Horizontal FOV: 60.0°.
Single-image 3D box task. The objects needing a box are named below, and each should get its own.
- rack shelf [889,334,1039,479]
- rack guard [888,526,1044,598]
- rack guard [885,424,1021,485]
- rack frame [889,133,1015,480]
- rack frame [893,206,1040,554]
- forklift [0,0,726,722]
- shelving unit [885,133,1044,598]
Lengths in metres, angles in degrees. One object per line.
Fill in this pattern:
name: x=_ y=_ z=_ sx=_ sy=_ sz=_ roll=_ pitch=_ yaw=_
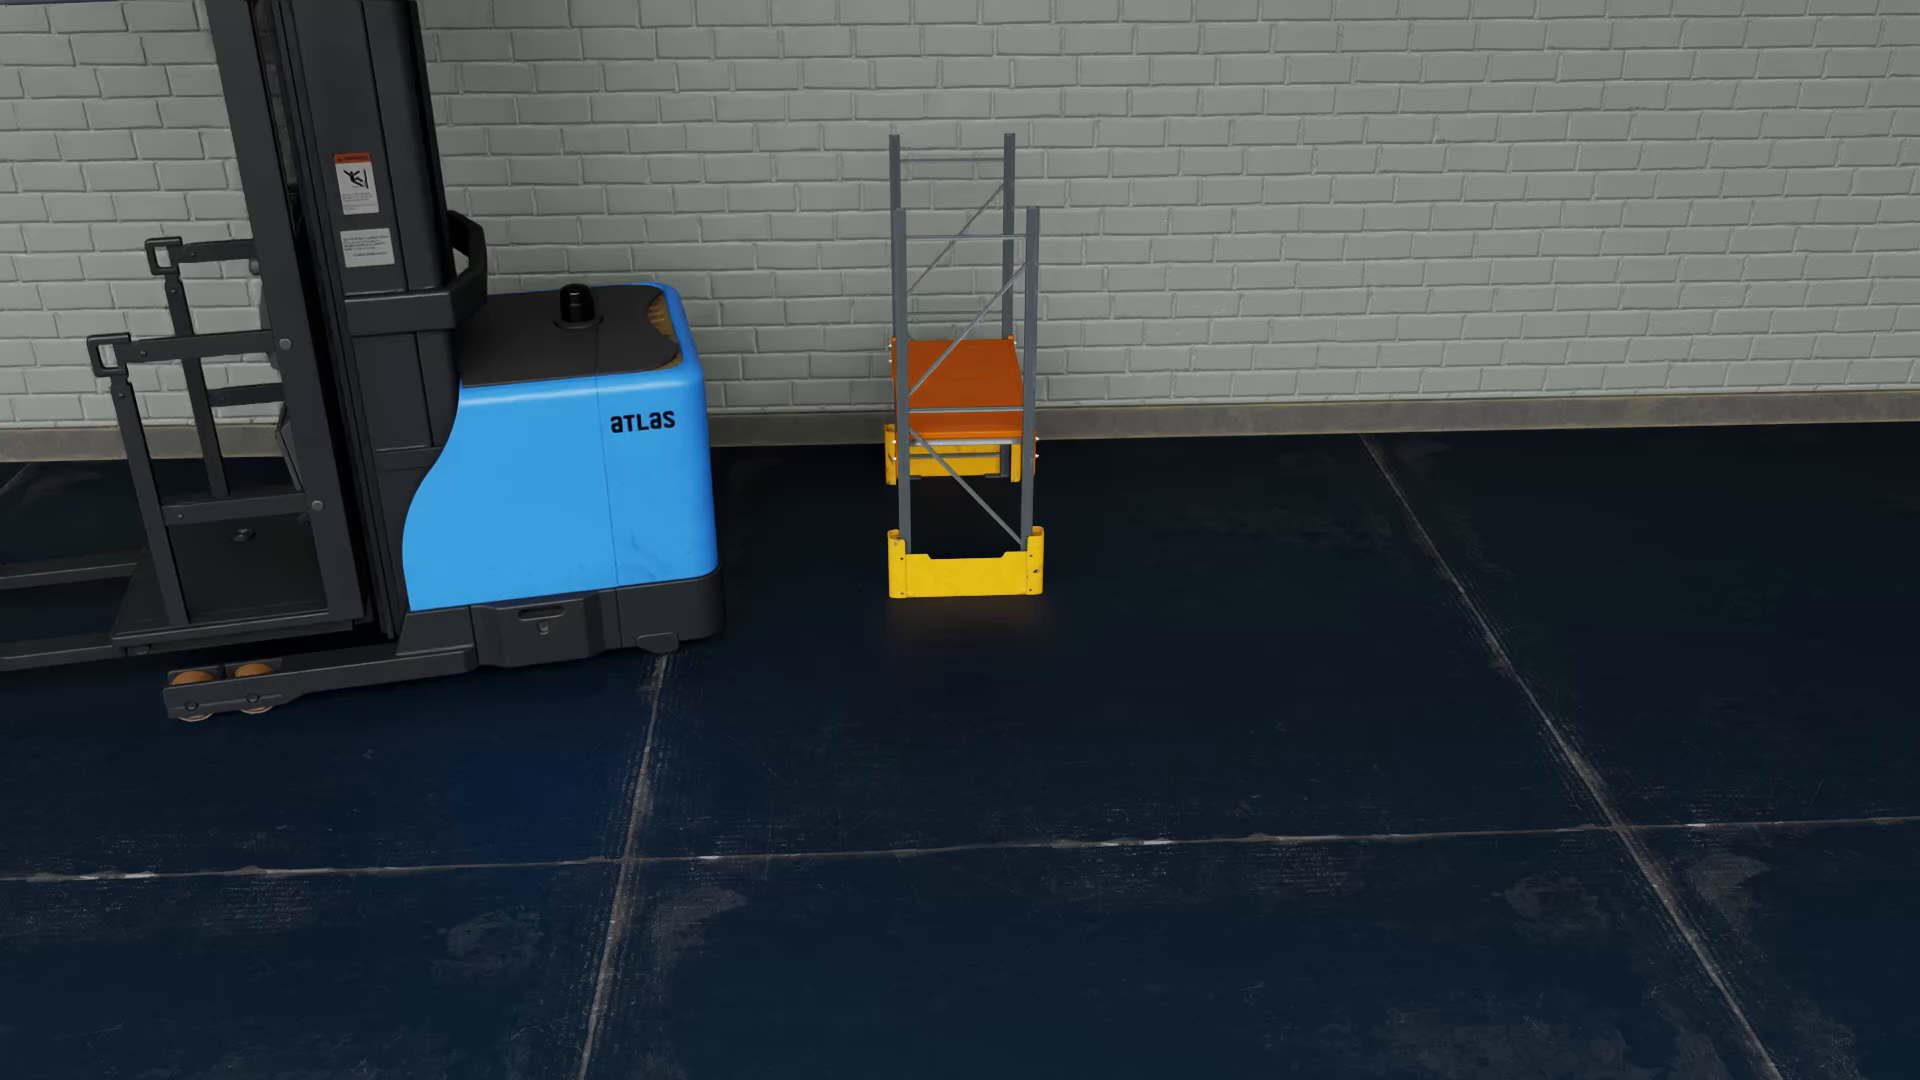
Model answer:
rack shelf: x=-0.004 y=-0.545 z=6.562 sx=0.538 sy=0.185 sz=1.000 roll=-1 pitch=28 yaw=-3
rack guard: x=0.022 y=0.084 z=6.319 sx=0.587 sy=0.250 sz=0.087 roll=-1 pitch=28 yaw=-3
rack guard: x=-0.030 y=-0.376 z=7.201 sx=0.587 sy=0.250 sz=0.087 roll=-1 pitch=28 yaw=-3
rack frame: x=-0.031 y=-0.939 z=6.929 sx=0.500 sy=1.500 sz=0.032 roll=-1 pitch=28 yaw=-3
rack frame: x=0.022 y=-0.470 z=6.029 sx=0.500 sy=1.500 sz=0.032 roll=-1 pitch=28 yaw=-3
forklift: x=-2.420 y=-0.960 z=5.422 sx=3.031 sy=2.935 sz=1.130 roll=-7 pitch=28 yaw=-13
shelving unit: x=-0.004 y=-0.700 z=6.471 sx=0.587 sy=1.500 sz=1.083 roll=-1 pitch=28 yaw=-3
